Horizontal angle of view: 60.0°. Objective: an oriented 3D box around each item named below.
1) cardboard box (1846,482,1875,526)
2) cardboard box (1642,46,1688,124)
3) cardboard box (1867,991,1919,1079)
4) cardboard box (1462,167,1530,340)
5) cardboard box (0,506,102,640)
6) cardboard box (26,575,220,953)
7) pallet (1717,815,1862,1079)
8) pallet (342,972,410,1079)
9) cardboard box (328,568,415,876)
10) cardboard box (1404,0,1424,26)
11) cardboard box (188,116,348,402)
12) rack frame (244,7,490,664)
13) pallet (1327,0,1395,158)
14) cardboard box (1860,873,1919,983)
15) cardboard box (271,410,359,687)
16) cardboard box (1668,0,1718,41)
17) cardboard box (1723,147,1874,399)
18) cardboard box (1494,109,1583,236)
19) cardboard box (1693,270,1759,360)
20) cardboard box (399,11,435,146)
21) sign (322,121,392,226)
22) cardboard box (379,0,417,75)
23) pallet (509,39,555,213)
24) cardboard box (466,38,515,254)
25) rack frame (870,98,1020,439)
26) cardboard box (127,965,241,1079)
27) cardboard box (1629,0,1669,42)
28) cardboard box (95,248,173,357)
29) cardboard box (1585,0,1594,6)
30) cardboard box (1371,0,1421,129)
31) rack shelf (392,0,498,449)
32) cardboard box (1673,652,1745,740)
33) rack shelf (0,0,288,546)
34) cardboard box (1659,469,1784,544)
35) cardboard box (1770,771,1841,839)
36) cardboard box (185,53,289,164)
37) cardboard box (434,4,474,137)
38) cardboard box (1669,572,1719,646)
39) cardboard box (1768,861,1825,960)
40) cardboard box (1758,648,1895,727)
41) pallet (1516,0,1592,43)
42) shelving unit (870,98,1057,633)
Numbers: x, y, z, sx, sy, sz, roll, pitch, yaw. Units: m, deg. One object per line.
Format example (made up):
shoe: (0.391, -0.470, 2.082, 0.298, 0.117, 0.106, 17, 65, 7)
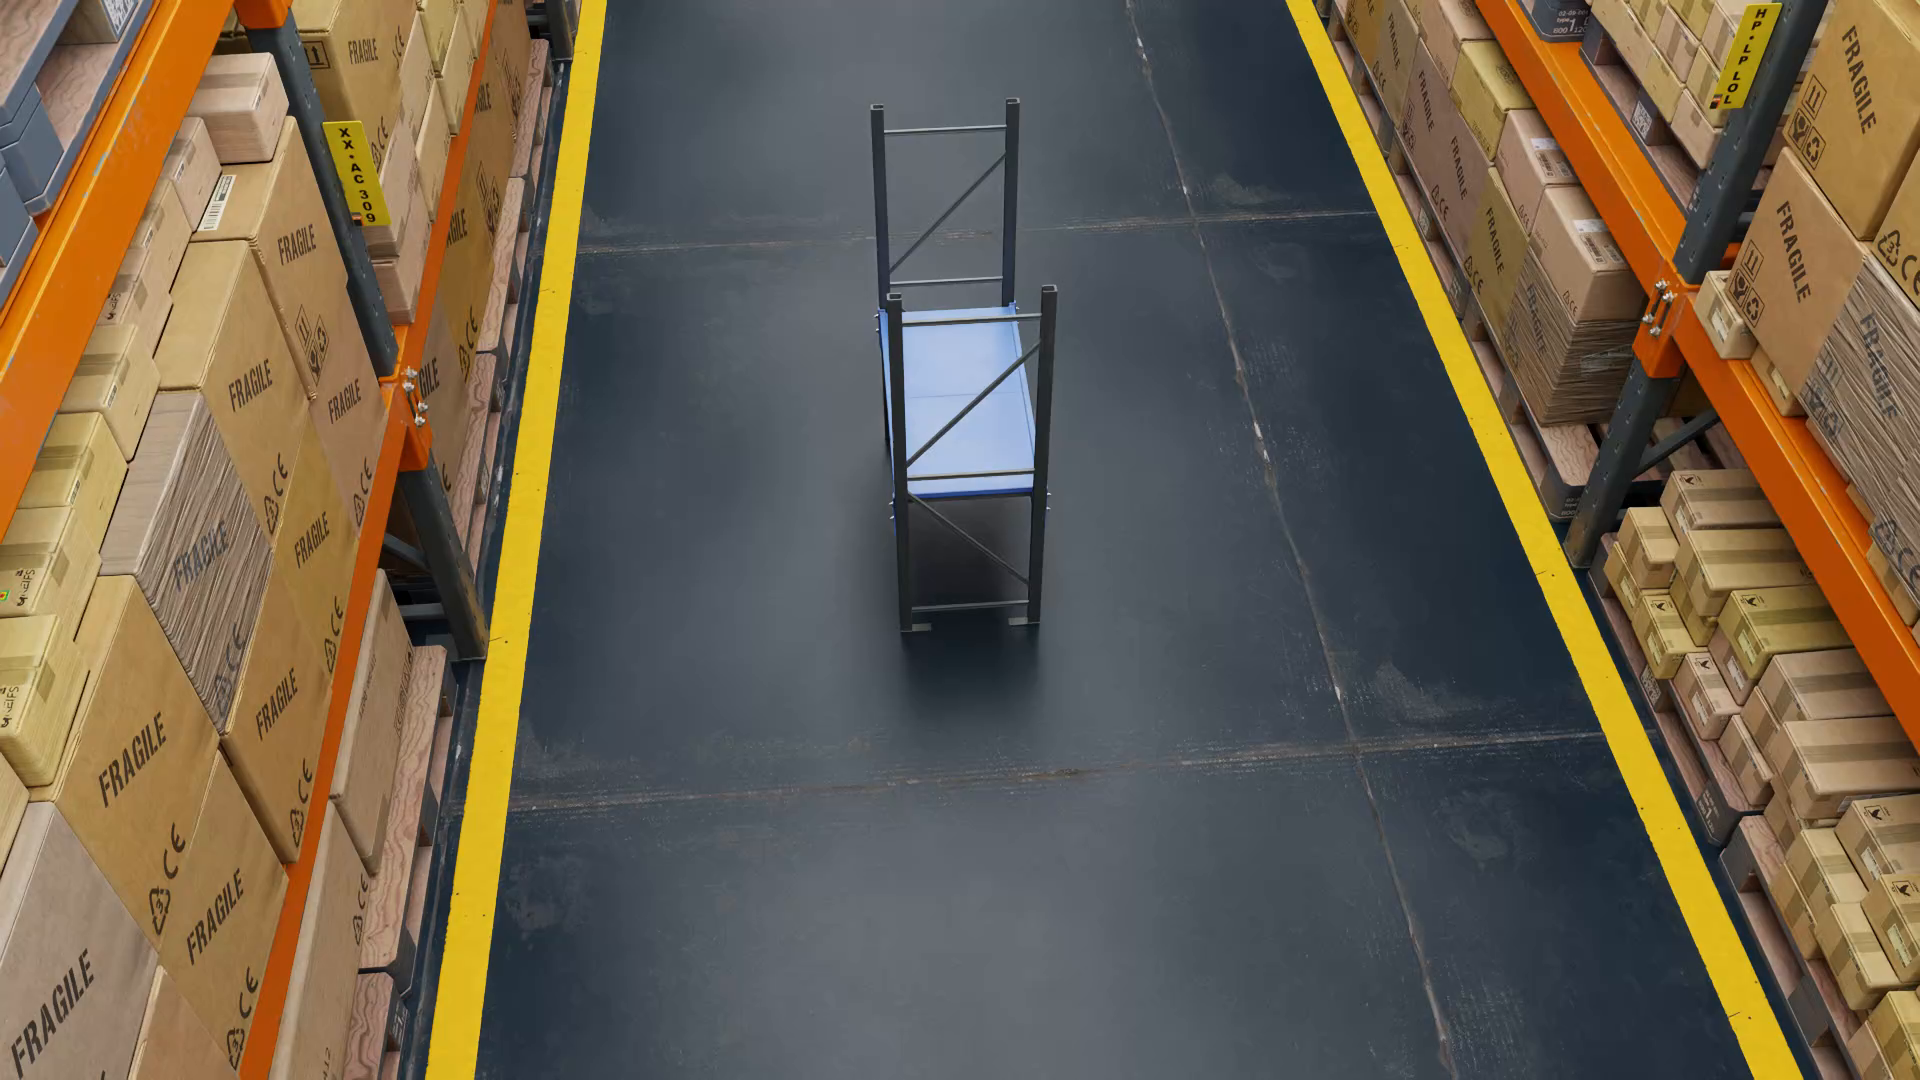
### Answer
cardboard box: (2.641, -0.113, 4.464, 0.380, 0.149, 0.250, -5, 47, -5)
cardboard box: (2.503, -1.515, 5.503, 0.380, 0.149, 0.250, -3, 47, -3)
cardboard box: (2.658, 1.333, 4.391, 0.380, 0.149, 0.250, -1, 47, -1)
cardboard box: (2.401, -1.170, 6.724, 0.500, 0.500, 0.500, -4, 47, -4)
cardboard box: (-1.746, 0.088, 2.896, 0.380, 0.149, 0.250, -3, 47, -3)
cardboard box: (-1.733, 0.425, 3.024, 0.500, 0.500, 0.500, -3, 47, -3)
pallet: (2.953, 1.334, 4.841, 1.003, 0.211, 1.213, -3, 47, -3)
pallet: (-2.077, 1.779, 4.420, 1.003, 0.211, 1.213, -3, 47, -3)
cardboard box: (-2.222, 0.578, 5.112, 0.875, 0.438, 0.875, -4, 47, -4)
cardboard box: (2.280, -2.550, 7.515, 0.500, 0.250, 0.500, -4, 47, -4)
cardboard box: (-1.853, -0.673, 4.064, 0.500, 0.500, 0.500, -4, 47, -4)
rack frame: (-2.168, -0.620, 4.771, 1.000, 3.000, 0.127, -3, 47, -3)
pallet: (2.485, -2.363, 8.343, 1.003, 0.211, 1.213, -3, 47, -3)
cardboard box: (2.684, 1.032, 4.471, 0.380, 0.149, 0.250, -3, 47, -3)
cardboard box: (-1.826, 0.038, 4.079, 0.500, 0.500, 0.500, -5, 47, -4)
cardboard box: (2.505, -1.729, 5.296, 0.380, 0.149, 0.250, -5, 47, -4)
cardboard box: (2.547, -0.757, 4.627, 0.500, 0.500, 0.500, -4, 47, -4)
cardboard box: (2.412, -1.432, 6.457, 0.500, 0.250, 0.500, -1, 47, -1)
cardboard box: (2.454, -0.682, 5.003, 0.380, 0.149, 0.250, -2, 47, -2)
cardboard box: (-1.995, -1.451, 5.317, 0.500, 0.250, 0.500, -3, 47, -3)
sign: (-1.615, -0.979, 4.461, 0.100, 0.325, 0.005, -3, 47, -3)
cardboard box: (-1.989, -1.700, 5.037, 0.500, 0.500, 0.500, -4, 47, -4)
pallet: (-2.512, -1.980, 7.980, 1.003, 0.211, 1.213, -3, 47, -3)
cardboard box: (-2.457, -1.777, 7.041, 0.875, 0.875, 0.875, -3, 47, -3)
rack frame: (-0.050, -0.945, 6.112, 0.500, 1.500, 0.032, -3, 47, -3)
cardboard box: (-1.682, 1.142, 3.034, 0.500, 0.500, 0.500, -4, 47, -4)
cardboard box: (2.485, -1.800, 5.568, 0.380, 0.149, 0.250, -2, 47, -2)
cardboard box: (-1.861, -0.457, 3.412, 0.380, 0.149, 0.250, -4, 47, -4)
cardboard box: (2.435, -2.078, 6.035, 0.380, 0.149, 0.250, -5, 47, -5)
cardboard box: (2.272, -2.282, 7.777, 0.500, 0.500, 0.500, -3, 47, -3)
rack shelf: (-2.335, -1.819, 6.402, 1.077, 0.370, 4.000, -3, 47, -3)
cardboard box: (2.561, 0.495, 5.390, 0.380, 0.149, 0.250, -4, 47, -3)
rack shelf: (-2.001, 0.043, 2.573, 1.077, 0.370, 4.000, -3, 47, -3)
cardboard box: (2.579, -0.100, 5.544, 0.380, 0.149, 0.250, -2, 47, -2)
cardboard box: (2.654, 0.769, 4.925, 0.380, 0.149, 0.250, -2, 47, -1)
cardboard box: (-1.825, -1.017, 3.943, 0.380, 0.149, 0.250, -4, 47, -4)
cardboard box: (-2.014, -1.648, 5.849, 0.500, 0.250, 0.500, -4, 47, -4)
cardboard box: (2.578, 0.199, 5.465, 0.380, 0.149, 0.250, -3, 47, -3)
cardboard box: (2.616, 1.062, 4.853, 0.380, 0.149, 0.250, -5, 47, -4)
cardboard box: (2.657, 0.470, 5.004, 0.380, 0.149, 0.250, -5, 47, -4)
pallet: (2.628, -2.392, 6.581, 1.003, 0.211, 1.213, -3, 47, -3)
shelving unit: (-0.007, -0.577, 5.764, 0.538, 1.500, 1.048, -3, 47, -3)
